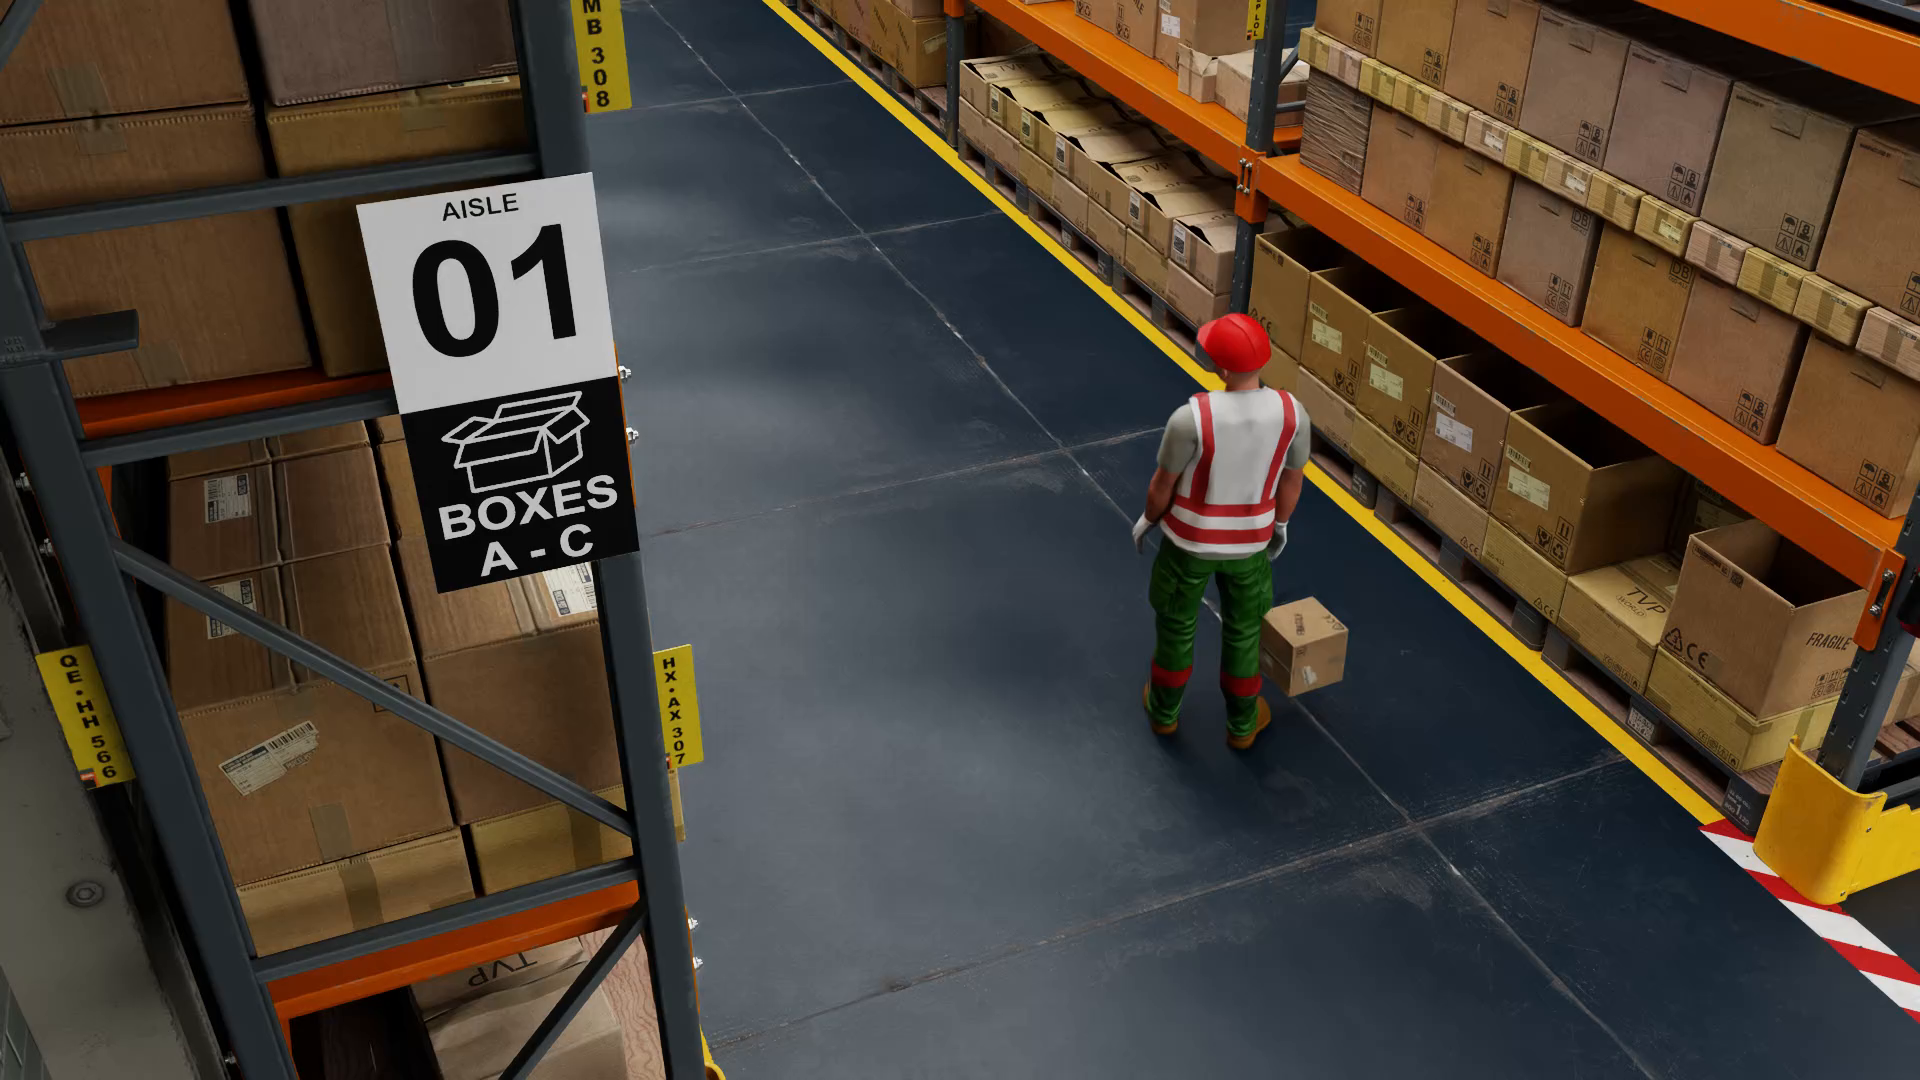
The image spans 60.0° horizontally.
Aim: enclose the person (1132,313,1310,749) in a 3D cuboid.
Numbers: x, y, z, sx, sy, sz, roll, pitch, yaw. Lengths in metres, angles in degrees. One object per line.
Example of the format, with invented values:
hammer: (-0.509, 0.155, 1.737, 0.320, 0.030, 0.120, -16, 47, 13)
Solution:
person: (0.938, -0.031, 6.109, 0.597, 1.796, 0.434, -3, 33, -5)
